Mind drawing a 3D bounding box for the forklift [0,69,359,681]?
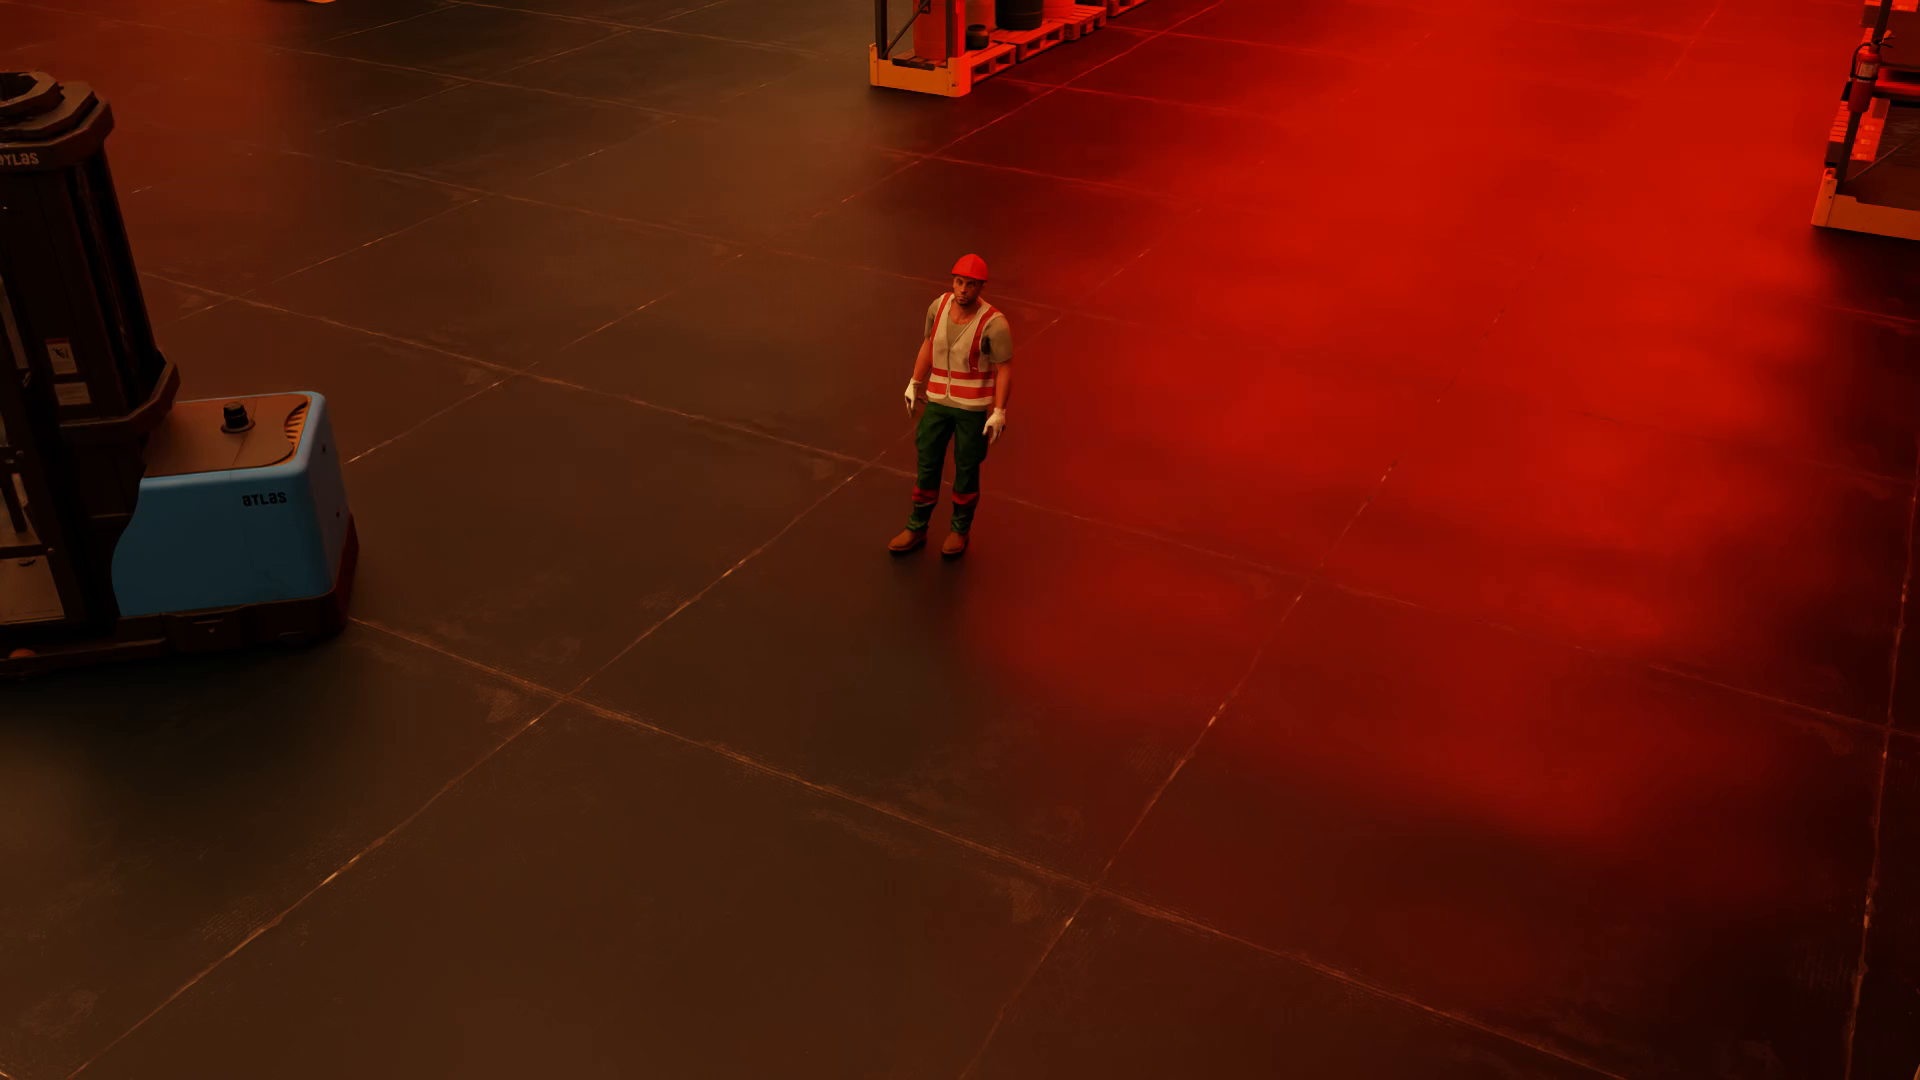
[{"bbox_3d":[-4.929,-0.799,8.455,3.031,2.935,1.130,-6,31,-10],"label":"forklift"}]

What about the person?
[{"bbox_3d":[-0.049,-0.749,9.497,0.637,1.787,0.564,15,33,25],"label":"person"}]
